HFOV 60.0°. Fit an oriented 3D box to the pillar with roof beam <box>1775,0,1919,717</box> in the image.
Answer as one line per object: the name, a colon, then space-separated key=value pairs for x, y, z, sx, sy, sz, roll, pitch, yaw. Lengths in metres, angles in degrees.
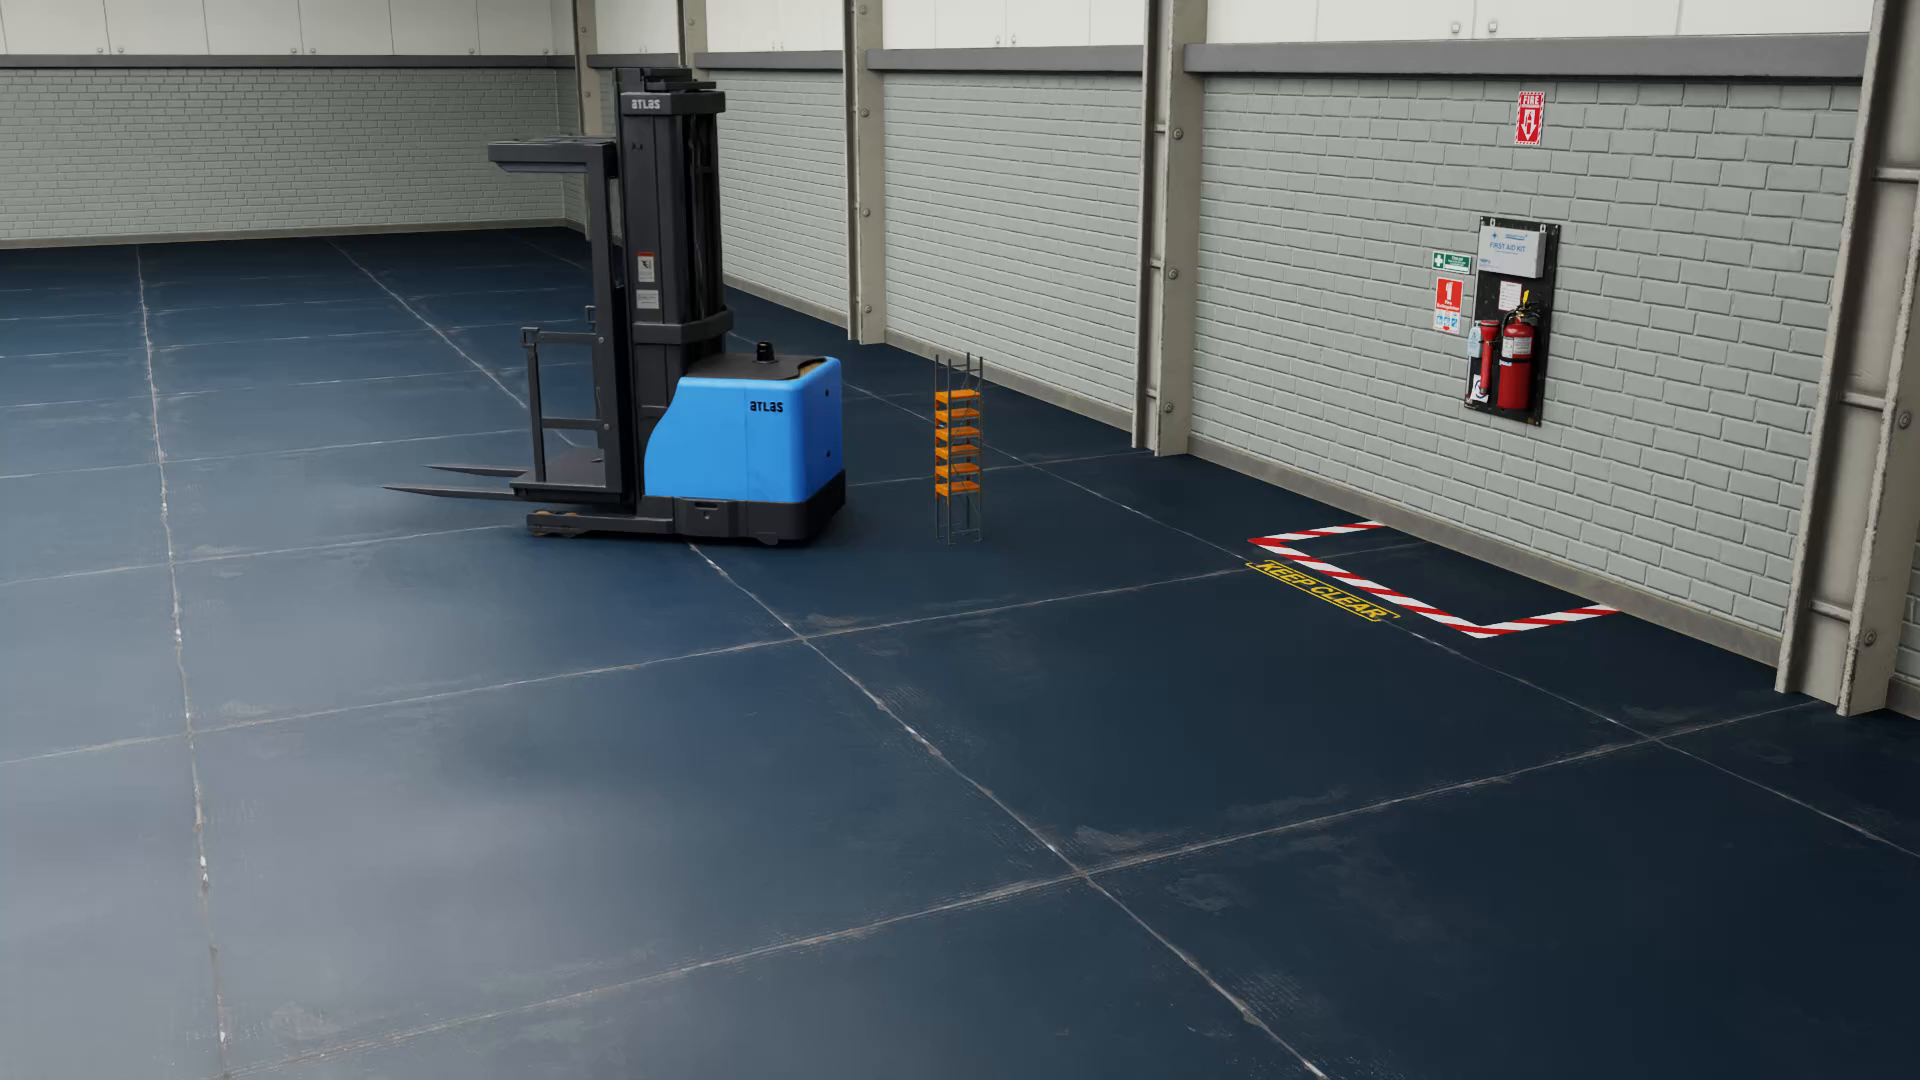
pillar with roof beam: x=0.361 y=-3.039 z=5.026 sx=9.100 sy=9.000 sz=0.400 roll=-8 pitch=18 yaw=-25

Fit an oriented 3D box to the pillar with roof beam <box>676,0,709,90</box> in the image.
pillar with roof beam: x=-7.524 y=-7.502 z=20.579 sx=9.100 sy=9.000 sz=0.400 roll=-8 pitch=18 yaw=-25

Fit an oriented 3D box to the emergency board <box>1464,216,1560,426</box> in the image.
emergency board: x=3.183 y=-1.293 z=9.817 sx=0.194 sy=1.169 sz=0.643 roll=-8 pitch=18 yaw=-25

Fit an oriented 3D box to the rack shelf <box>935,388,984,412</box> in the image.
rack shelf: x=-0.006 y=-0.884 z=10.511 sx=0.258 sy=0.103 sz=0.180 roll=-8 pitch=18 yaw=-25

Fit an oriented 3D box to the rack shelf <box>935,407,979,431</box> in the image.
rack shelf: x=-0.006 y=-0.768 z=10.544 sx=0.258 sy=0.103 sz=0.180 roll=-8 pitch=18 yaw=-25

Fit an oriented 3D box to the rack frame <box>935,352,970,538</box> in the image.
rack frame: x=-0.046 y=-0.603 z=10.677 sx=0.240 sy=1.200 sz=0.006 roll=-8 pitch=18 yaw=-25

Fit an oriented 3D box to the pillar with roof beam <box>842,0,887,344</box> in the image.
pillar with roof beam: x=-4.896 y=-6.014 z=15.394 sx=9.100 sy=9.000 sz=0.400 roll=-8 pitch=18 yaw=-25

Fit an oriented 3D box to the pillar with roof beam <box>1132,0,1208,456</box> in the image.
pillar with roof beam: x=-2.267 y=-4.526 z=10.210 sx=9.100 sy=9.000 sz=0.400 roll=-8 pitch=18 yaw=-25

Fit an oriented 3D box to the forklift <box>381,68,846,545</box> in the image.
forklift: x=-2.352 y=-1.559 z=10.871 sx=3.031 sy=2.935 sz=1.130 roll=3 pitch=16 yaw=11

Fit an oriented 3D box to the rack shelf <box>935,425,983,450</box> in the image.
rack shelf: x=-0.006 y=-0.653 z=10.577 sx=0.258 sy=0.103 sz=0.180 roll=-8 pitch=18 yaw=-25

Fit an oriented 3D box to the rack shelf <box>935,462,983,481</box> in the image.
rack shelf: x=-0.006 y=-0.422 z=10.643 sx=0.258 sy=0.103 sz=0.180 roll=-8 pitch=18 yaw=-25

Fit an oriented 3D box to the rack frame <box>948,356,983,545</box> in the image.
rack frame: x=0.034 y=-0.558 z=10.519 sx=0.240 sy=1.200 sz=0.006 roll=-8 pitch=18 yaw=-25

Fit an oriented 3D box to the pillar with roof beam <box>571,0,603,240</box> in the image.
pillar with roof beam: x=-10.153 y=-8.990 z=25.763 sx=9.100 sy=9.000 sz=0.400 roll=-8 pitch=18 yaw=-25

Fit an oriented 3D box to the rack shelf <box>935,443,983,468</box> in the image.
rack shelf: x=-0.006 y=-0.538 z=10.610 sx=0.258 sy=0.103 sz=0.180 roll=-8 pitch=18 yaw=-25

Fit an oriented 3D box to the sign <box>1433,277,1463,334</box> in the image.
sign: x=3.033 y=-1.459 z=10.333 sx=0.001 sy=0.329 sz=0.234 roll=-8 pitch=18 yaw=-25

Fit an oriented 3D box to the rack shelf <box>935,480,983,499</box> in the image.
rack shelf: x=-0.006 y=-0.307 z=10.676 sx=0.258 sy=0.103 sz=0.180 roll=-8 pitch=18 yaw=-25

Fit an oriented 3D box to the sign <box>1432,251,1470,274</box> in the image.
sign: x=3.027 y=-1.712 z=10.253 sx=0.001 sy=0.109 sz=0.331 roll=-8 pitch=18 yaw=-25

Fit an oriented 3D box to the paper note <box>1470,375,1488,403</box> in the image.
paper note: x=3.167 y=-0.921 z=10.121 sx=0.016 sy=0.148 sz=0.142 roll=-8 pitch=18 yaw=-25

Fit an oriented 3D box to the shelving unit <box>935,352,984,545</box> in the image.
shelving unit: x=-0.006 y=-0.580 z=10.598 sx=0.258 sy=1.200 sz=0.189 roll=-8 pitch=18 yaw=-25

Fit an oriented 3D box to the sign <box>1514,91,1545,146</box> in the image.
sign: x=3.269 y=-2.421 z=9.546 sx=0.001 sy=0.298 sz=0.199 roll=-8 pitch=18 yaw=-25
